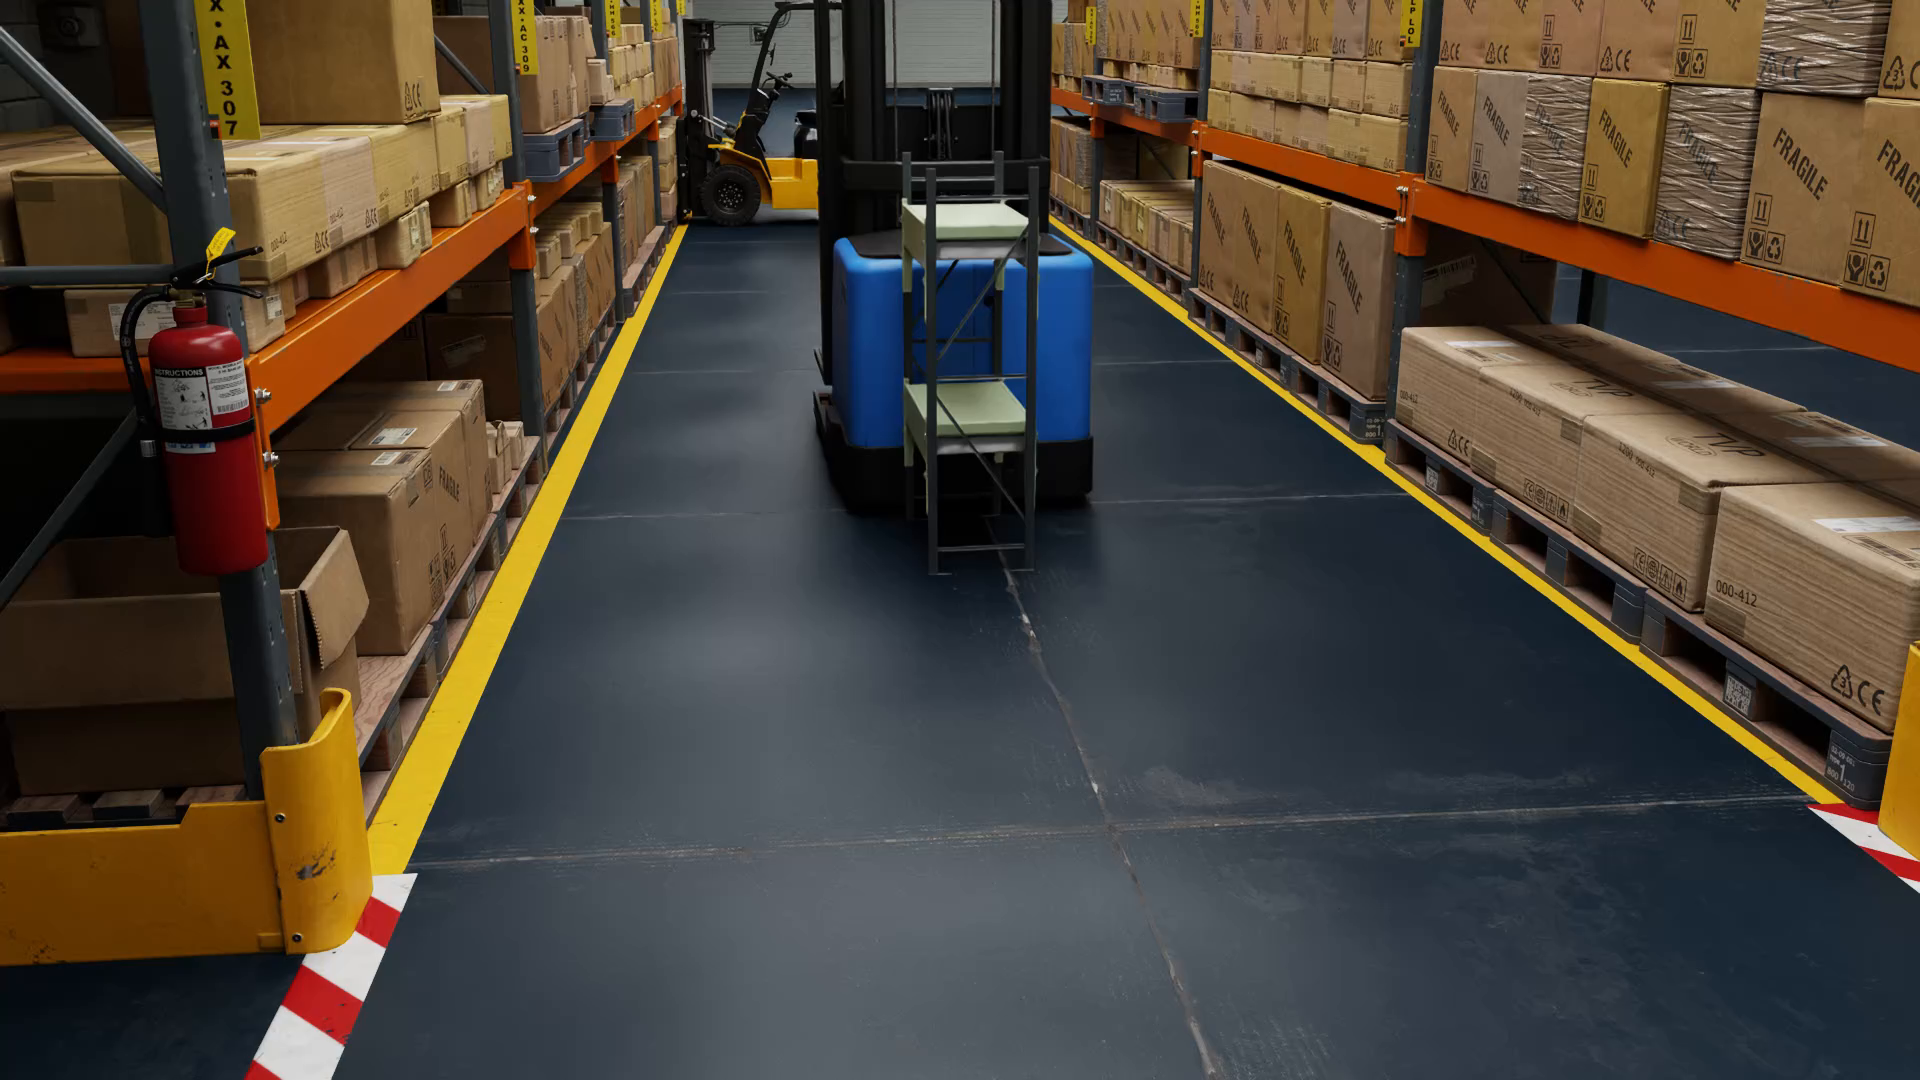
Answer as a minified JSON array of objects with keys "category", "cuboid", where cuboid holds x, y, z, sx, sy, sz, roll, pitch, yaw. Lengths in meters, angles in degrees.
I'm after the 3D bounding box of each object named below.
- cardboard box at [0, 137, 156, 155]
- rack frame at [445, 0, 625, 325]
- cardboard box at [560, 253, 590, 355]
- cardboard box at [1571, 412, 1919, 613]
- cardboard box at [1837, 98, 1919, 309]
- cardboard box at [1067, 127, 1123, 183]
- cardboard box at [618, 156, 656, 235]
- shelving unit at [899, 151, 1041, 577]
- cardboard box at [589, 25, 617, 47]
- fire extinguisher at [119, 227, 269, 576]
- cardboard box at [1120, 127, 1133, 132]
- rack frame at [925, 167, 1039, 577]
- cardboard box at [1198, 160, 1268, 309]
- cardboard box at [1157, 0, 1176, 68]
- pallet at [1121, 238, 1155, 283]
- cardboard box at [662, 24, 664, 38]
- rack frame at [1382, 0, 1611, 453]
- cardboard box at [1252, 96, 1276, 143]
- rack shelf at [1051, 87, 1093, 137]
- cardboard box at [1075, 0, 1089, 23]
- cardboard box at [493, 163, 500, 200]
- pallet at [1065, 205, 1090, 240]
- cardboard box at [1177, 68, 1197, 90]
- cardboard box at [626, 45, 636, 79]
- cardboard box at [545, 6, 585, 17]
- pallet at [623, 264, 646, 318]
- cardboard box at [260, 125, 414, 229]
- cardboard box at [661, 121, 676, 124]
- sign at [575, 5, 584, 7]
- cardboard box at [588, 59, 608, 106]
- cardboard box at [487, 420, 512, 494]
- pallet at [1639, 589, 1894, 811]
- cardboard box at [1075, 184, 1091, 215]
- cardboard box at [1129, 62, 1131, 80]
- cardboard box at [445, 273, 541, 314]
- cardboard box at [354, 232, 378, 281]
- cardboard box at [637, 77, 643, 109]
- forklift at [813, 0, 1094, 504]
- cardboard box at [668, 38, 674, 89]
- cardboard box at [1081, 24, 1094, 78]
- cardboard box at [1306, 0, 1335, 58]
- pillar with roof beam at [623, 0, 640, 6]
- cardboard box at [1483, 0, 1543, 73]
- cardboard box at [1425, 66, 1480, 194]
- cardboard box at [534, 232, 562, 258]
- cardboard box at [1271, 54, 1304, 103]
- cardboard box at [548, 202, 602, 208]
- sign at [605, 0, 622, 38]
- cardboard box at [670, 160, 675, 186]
[{"category":"cardboard box","cuboid":[-2.338,-0.870,4.195,0.500,0.250,0.500,-2,18,-5]},{"category":"rack frame","cuboid":[-2.800,-2.901,10.910,1.000,3.000,0.127,-2,18,-6]},{"category":"cardboard box","cuboid":[-2.372,-1.330,9.378,0.500,0.500,0.500,-2,18,-8]},{"category":"cardboard box","cuboid":[2.692,-0.116,5.615,0.875,0.438,0.875,-1,17,-4]},{"category":"cardboard box","cuboid":[2.649,-0.855,4.226,0.500,0.500,0.500,-2,18,-5]},{"category":"cardboard box","cuboid":[1.342,-3.813,16.452,0.500,0.500,0.500,-1,17,-5]},{"category":"cardboard box","cuboid":[-3.147,-3.005,14.504,0.875,0.625,0.625,-1,17,-3]},{"category":"shelving unit","cuboid":[0.026,-0.696,6.389,0.431,1.500,0.755,-3,18,-8]},{"category":"cardboard box","cuboid":[-2.660,-3.595,11.870,0.380,0.149,0.250,-2,17,-5]},{"category":"fire extinguisher","cuboid":[-1.500,-0.273,3.291,0.296,0.674,0.183,-2,18,-6]},{"category":"cardboard box","cuboid":[1.865,-3.837,16.528,0.500,0.500,0.500,-1,17,-3]},{"category":"rack frame","cuboid":[0.079,-0.587,6.044,0.400,1.500,0.023,-3,18,-8]},{"category":"cardboard box","cuboid":[2.126,-2.034,10.993,0.875,0.875,0.875,-2,18,-6]},{"category":"cardboard box","cuboid":[1.750,-3.726,12.173,0.500,0.500,0.500,-2,18,-7]},{"category":"pallet","cuboid":[1.935,-2.321,13.716,1.003,0.211,1.213,-2,18,-6]},{"category":"cardboard box","cuboid":[-3.123,-5.014,16.391,0.380,0.149,0.250,-2,18,-7]},{"category":"rack frame","cuboid":[2.550,-1.864,7.606,1.000,3.000,0.127,-2,18,-6]},{"category":"cardboard box","cuboid":[2.056,-2.521,9.951,0.500,0.250,0.500,-1,17,-4]},{"category":"rack shelf","cuboid":[1.518,-4.500,17.203,1.077,0.370,4.000,-2,18,-6]},{"category":"cardboard box","cuboid":[1.627,-5.809,17.840,0.700,0.500,0.500,-2,18,-5]},{"category":"cardboard box","cuboid":[-2.055,-1.425,6.629,0.380,0.149,0.250,-1,17,-4]},{"category":"pallet","cuboid":[1.620,-3.116,16.249,1.003,0.211,1.213,-2,18,-6]},{"category":"cardboard box","cuboid":[1.770,-3.304,11.912,0.380,0.149,0.250,-2,17,-5]},{"category":"cardboard box","cuboid":[-2.767,-3.665,12.758,0.500,0.250,0.500,-2,17,-5]},{"category":"cardboard box","cuboid":[-3.546,-4.678,14.822,0.380,0.149,0.250,-2,18,-6]},{"category":"pallet","cuboid":[-2.846,-1.817,12.112,1.003,0.211,1.213,-2,18,-6]},{"category":"cardboard box","cuboid":[-1.861,-1.032,4.712,0.500,0.250,0.500,-2,18,-7]},{"category":"cardboard box","cuboid":[-3.147,-4.220,17.333,0.500,0.250,0.500,-2,17,-5]},{"category":"sign","cuboid":[-4.177,-5.720,18.311,0.100,0.325,0.005,-2,18,-6]},{"category":"cardboard box","cuboid":[-2.369,-2.725,9.900,0.500,0.250,0.500,-3,18,-8]},{"category":"cardboard box","cuboid":[-2.001,-0.342,6.622,0.396,0.266,0.258,-1,17,-4]},{"category":"pallet","cuboid":[2.802,0.423,4.978,1.003,0.211,1.213,-2,18,-6]},{"category":"cardboard box","cuboid":[1.396,-3.303,16.081,0.500,0.250,0.500,-1,17,-3]},{"category":"cardboard box","cuboid":[1.598,-3.845,13.634,0.380,0.149,0.250,-2,18,-5]},{"category":"cardboard box","cuboid":[-2.159,-1.142,7.695,0.380,0.149,0.250,-1,17,-3]},{"category":"cardboard box","cuboid":[-1.868,-0.812,4.674,0.380,0.149,0.250,-2,17,-5]},{"category":"cardboard box","cuboid":[-2.822,-3.581,13.325,0.500,0.250,0.500,-2,18,-5]},{"category":"forklift","cuboid":[-0.157,-1.947,7.985,1.130,2.935,3.031,-2,18,-8]},{"category":"cardboard box","cuboid":[-3.215,-4.886,17.066,0.500,0.500,0.500,-2,18,-7]},{"category":"cardboard box","cuboid":[1.431,-4.562,15.535,0.500,0.500,0.500,-2,18,-7]},{"category":"cardboard box","cuboid":[2.160,-2.819,8.813,0.500,0.500,0.500,-1,17,-4]},{"category":"pillar with roof beam","cuboid":[-1.405,-11.620,28.665,9.100,9.000,0.400,-2,18,-6]},{"category":"cardboard box","cuboid":[2.404,-2.088,6.485,0.500,0.500,0.500,-2,18,-6]},{"category":"cardboard box","cuboid":[2.338,-1.763,7.120,0.500,0.500,0.500,-1,17,-4]},{"category":"cardboard box","cuboid":[-2.413,-1.608,9.181,0.380,0.149,0.250,-2,18,-5]},{"category":"cardboard box","cuboid":[2.074,-2.609,9.397,0.500,0.250,0.500,-1,17,-5]},{"category":"cardboard box","cuboid":[-2.497,-2.079,10.680,0.380,0.149,0.250,-3,18,-8]},{"category":"sign","cuboid":[-2.261,-3.435,10.810,0.100,0.325,0.005,-2,18,-6]},{"category":"cardboard box","cuboid":[-3.009,-3.523,15.947,0.500,0.250,0.500,-2,18,-6]}]
